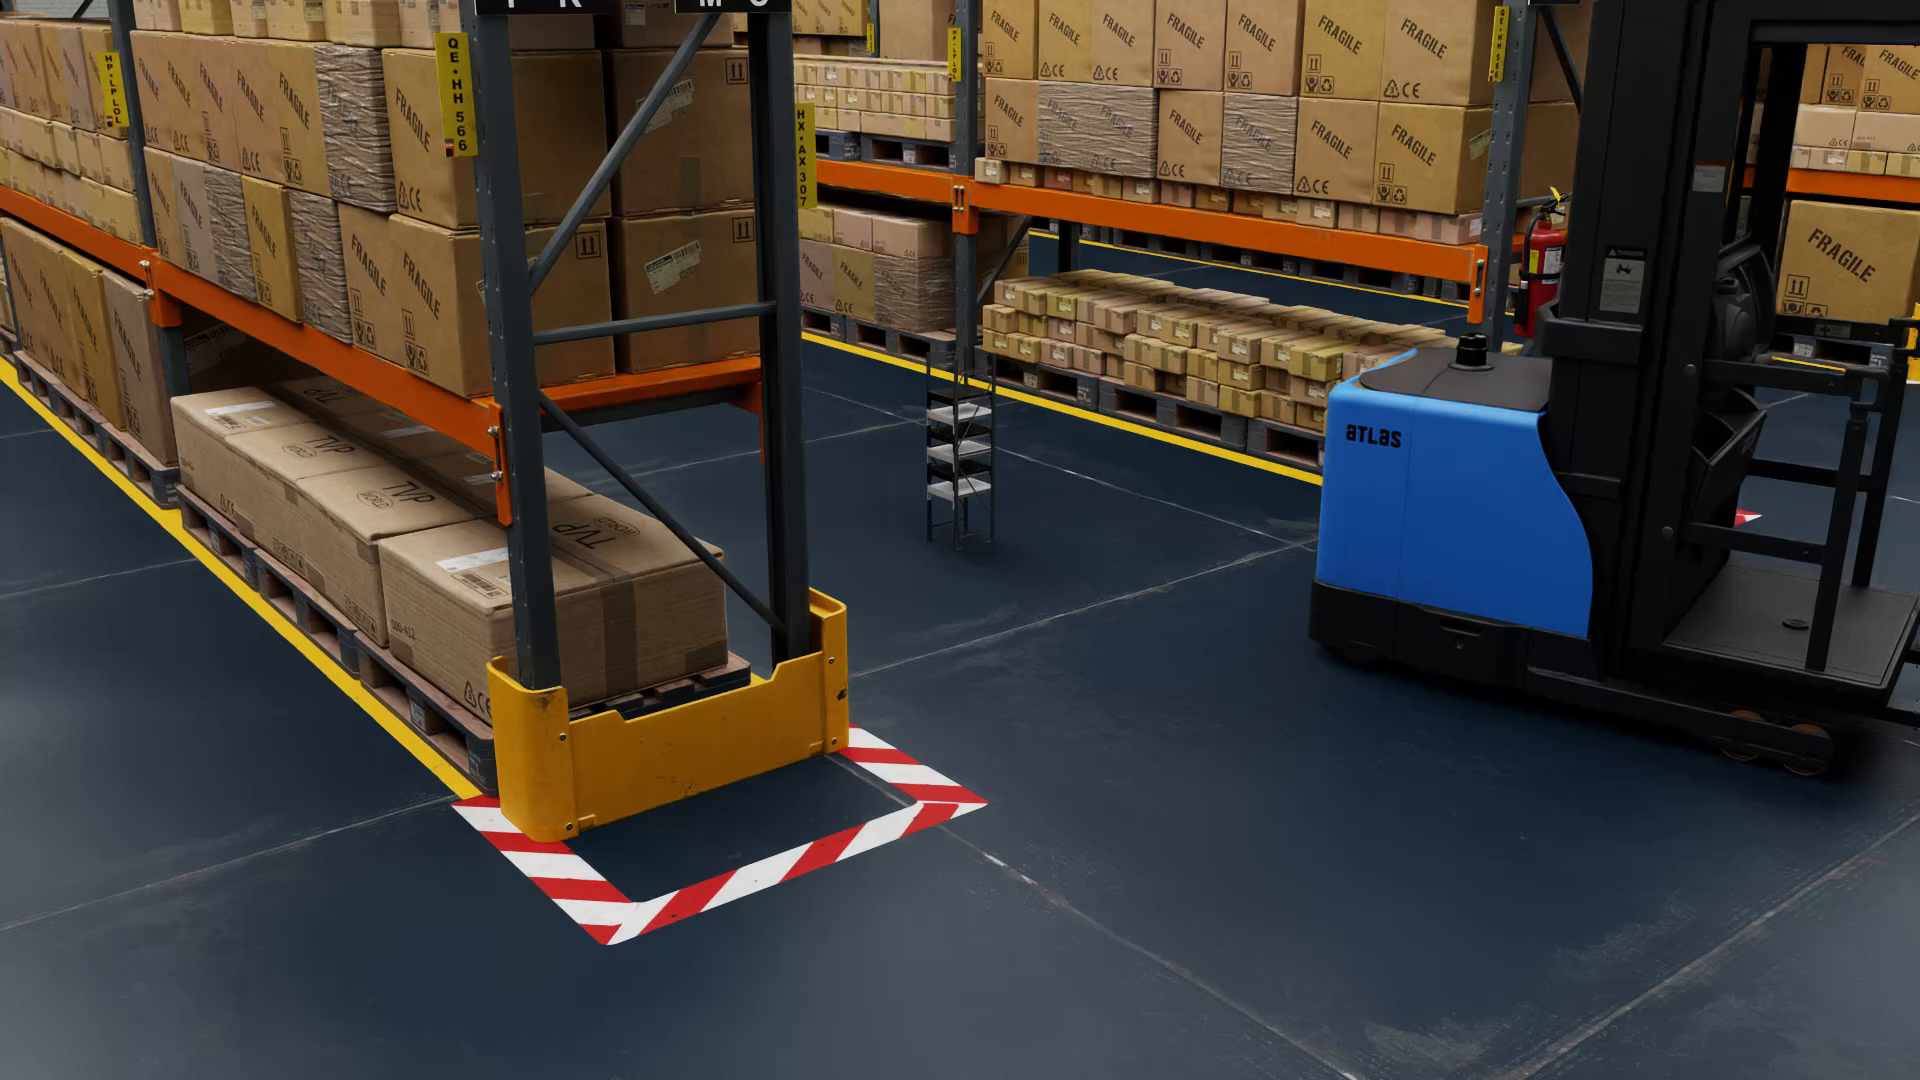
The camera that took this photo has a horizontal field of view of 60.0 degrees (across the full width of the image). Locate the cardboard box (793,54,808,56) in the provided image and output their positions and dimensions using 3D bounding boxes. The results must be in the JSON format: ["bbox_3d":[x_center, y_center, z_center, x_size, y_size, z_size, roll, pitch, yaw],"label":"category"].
[{"bbox_3d":[-1.421,-3.946,13.793,0.380,0.149,0.250,-15,24,-38],"label":"cardboard box"}]

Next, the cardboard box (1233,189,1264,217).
[{"bbox_3d":[1.728,-1.884,9.181,0.380,0.149,0.250,-15,24,-38],"label":"cardboard box"}]

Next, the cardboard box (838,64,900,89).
[{"bbox_3d":[-0.643,-3.309,11.868,0.380,0.149,0.250,-15,23,-38],"label":"cardboard box"}]

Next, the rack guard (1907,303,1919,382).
[{"bbox_3d":[6.848,-1.394,11.278,1.175,0.500,0.348,-14,23,-36],"label":"rack guard"}]

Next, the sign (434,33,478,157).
[{"bbox_3d":[-1.369,-1.212,4.533,0.100,0.325,0.005,-14,23,-36],"label":"sign"}]

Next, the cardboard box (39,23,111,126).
[{"bbox_3d":[-4.519,-2.476,8.820,0.500,0.500,0.500,-13,22,-34],"label":"cardboard box"}]

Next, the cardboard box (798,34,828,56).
[{"bbox_3d":[-1.521,-6.089,20.847,0.875,0.500,0.500,-14,23,-36],"label":"cardboard box"}]

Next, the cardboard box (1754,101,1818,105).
[{"bbox_3d":[6.110,-3.079,12.155,0.500,0.250,0.500,-15,23,-38],"label":"cardboard box"}]

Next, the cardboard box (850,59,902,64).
[{"bbox_3d":[-0.620,-3.627,12.830,0.380,0.149,0.250,-13,22,-34],"label":"cardboard box"}]

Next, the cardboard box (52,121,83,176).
[{"bbox_3d":[-4.526,-2.114,8.918,0.500,0.250,0.500,-13,23,-35],"label":"cardboard box"}]

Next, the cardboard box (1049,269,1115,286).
[{"bbox_3d":[0.824,-1.721,11.209,0.380,0.149,0.250,-13,22,-35],"label":"cardboard box"}]

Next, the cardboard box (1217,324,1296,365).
[{"bbox_3d":[1.662,-1.097,9.324,0.380,0.149,0.250,-13,22,-34],"label":"cardboard box"}]

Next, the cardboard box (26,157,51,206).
[{"bbox_3d":[-5.142,-2.130,9.761,0.500,0.250,0.500,-13,22,-34],"label":"cardboard box"}]

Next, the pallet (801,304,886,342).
[{"bbox_3d":[-0.847,-1.798,12.957,1.003,0.211,1.213,-14,23,-36],"label":"pallet"}]

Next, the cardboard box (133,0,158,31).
[{"bbox_3d":[-3.426,-2.340,7.376,0.380,0.149,0.250,-14,23,-37],"label":"cardboard box"}]

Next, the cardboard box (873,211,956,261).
[{"bbox_3d":[-0.262,-2.132,11.646,0.500,0.250,0.500,-15,23,-38],"label":"cardboard box"}]

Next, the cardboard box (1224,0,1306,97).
[{"bbox_3d":[1.759,-2.623,8.788,0.500,0.500,0.500,-13,22,-33],"label":"cardboard box"}]

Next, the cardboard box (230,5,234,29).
[{"bbox_3d":[-2.594,-2.035,6.455,0.380,0.149,0.250,-14,23,-36],"label":"cardboard box"}]

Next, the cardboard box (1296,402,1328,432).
[{"bbox_3d":[2.057,-0.704,9.085,0.380,0.149,0.250,-14,23,-36],"label":"cardboard box"}]

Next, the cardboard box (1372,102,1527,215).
[{"bbox_3d":[2.402,-1.893,8.175,0.500,0.500,0.500,-13,23,-35],"label":"cardboard box"}]

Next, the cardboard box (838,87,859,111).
[{"bbox_3d":[-0.653,-3.167,11.915,0.380,0.149,0.250,-15,24,-39],"label":"cardboard box"}]

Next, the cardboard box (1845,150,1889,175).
[{"bbox_3d":[6.191,-2.555,11.206,0.380,0.149,0.250,-14,23,-36],"label":"cardboard box"}]

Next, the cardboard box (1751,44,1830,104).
[{"bbox_3d":[6.110,-3.434,12.032,0.500,0.500,0.500,-15,23,-38],"label":"cardboard box"}]

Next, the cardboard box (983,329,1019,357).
[{"bbox_3d":[0.373,-1.323,10.953,0.380,0.149,0.250,-15,24,-38],"label":"cardboard box"}]

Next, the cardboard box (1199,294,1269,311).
[{"bbox_3d":[1.691,-1.414,10.281,0.380,0.149,0.250,-15,24,-38],"label":"cardboard box"}]

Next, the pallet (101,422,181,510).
[{"bbox_3d":[-3.957,-0.490,9.007,1.003,0.211,1.213,-14,23,-36],"label":"pallet"}]

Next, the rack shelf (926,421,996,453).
[{"bbox_3d":[0.005,-0.479,7.697,0.258,0.077,0.200,-14,23,-36],"label":"rack shelf"}]

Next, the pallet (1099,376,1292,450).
[{"bbox_3d":[1.605,-0.846,10.082,1.003,0.211,1.213,-14,23,-36],"label":"pallet"}]

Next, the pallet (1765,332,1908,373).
[{"bbox_3d":[6.275,-1.445,11.890,1.003,0.211,1.213,-14,23,-36],"label":"pallet"}]

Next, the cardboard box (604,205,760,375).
[{"bbox_3d":[-1.008,-0.875,5.573,0.500,0.500,0.500,-14,23,-37],"label":"cardboard box"}]

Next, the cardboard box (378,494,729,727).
[{"bbox_3d":[-1.423,0.221,5.831,0.875,0.438,0.875,-15,23,-38],"label":"cardboard box"}]

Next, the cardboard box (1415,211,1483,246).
[{"bbox_3d":[2.458,-1.550,8.170,0.380,0.149,0.250,-14,23,-36],"label":"cardboard box"}]

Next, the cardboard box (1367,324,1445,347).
[{"bbox_3d":[2.502,-1.099,9.331,0.380,0.149,0.250,-14,23,-36],"label":"cardboard box"}]

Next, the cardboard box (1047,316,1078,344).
[{"bbox_3d":[0.780,-1.367,10.613,0.380,0.149,0.250,-14,23,-36],"label":"cardboard box"}]

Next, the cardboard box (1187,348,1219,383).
[{"bbox_3d":[1.531,-1.025,9.580,0.380,0.149,0.250,-13,22,-33],"label":"cardboard box"}]

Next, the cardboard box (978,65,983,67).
[{"bbox_3d":[0.180,-3.310,11.872,0.380,0.149,0.250,-14,23,-36],"label":"cardboard box"}]

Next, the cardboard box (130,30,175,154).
[{"bbox_3d":[-3.313,-1.996,7.369,0.500,0.500,0.500,-14,23,-36],"label":"cardboard box"}]

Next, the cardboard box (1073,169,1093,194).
[{"bbox_3d":[0.908,-2.204,10.146,0.380,0.149,0.250,-15,24,-38],"label":"cardboard box"}]

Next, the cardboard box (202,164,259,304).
[{"bbox_3d":[-2.720,-1.271,6.769,0.500,0.500,0.500,-14,23,-36],"label":"cardboard box"}]

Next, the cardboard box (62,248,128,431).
[{"bbox_3d":[-4.433,-1.187,9.388,0.875,0.875,0.875,-13,22,-35],"label":"cardboard box"}]

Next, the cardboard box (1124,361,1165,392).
[{"bbox_3d":[1.211,-1.011,10.012,0.380,0.149,0.250,-15,23,-38],"label":"cardboard box"}]

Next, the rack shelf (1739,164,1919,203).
[{"bbox_3d":[5.591,-2.738,12.504,1.077,0.370,4.000,-14,23,-36],"label":"rack shelf"}]

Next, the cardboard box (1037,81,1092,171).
[{"bbox_3d":[0.822,-2.526,10.088,0.500,0.500,0.500,-14,23,-36],"label":"cardboard box"}]

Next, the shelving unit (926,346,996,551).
[{"bbox_3d":[0.005,-0.425,7.715,0.258,0.900,0.210,-14,23,-36],"label":"shelving unit"}]

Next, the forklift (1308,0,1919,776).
[{"bbox_3d":[2.861,-0.801,5.619,3.031,2.935,1.130,12,22,33],"label":"forklift"}]

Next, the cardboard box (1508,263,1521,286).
[{"bbox_3d":[4.697,-2.585,13.609,0.875,0.875,0.875,-14,23,-36],"label":"cardboard box"}]

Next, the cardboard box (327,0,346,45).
[{"bbox_3d":[-1.842,-1.707,5.465,0.380,0.149,0.250,-13,23,-35],"label":"cardboard box"}]

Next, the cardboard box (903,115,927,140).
[{"bbox_3d":[-0.165,-2.833,11.377,0.380,0.149,0.250,-14,23,-36],"label":"cardboard box"}]

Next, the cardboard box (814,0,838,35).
[{"bbox_3d":[-1.424,-6.387,20.157,0.500,0.500,0.500,-14,23,-36],"label":"cardboard box"}]

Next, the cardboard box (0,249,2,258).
[{"bbox_3d":[-7.176,-2.085,12.901,0.950,0.372,0.625,-13,22,-34],"label":"cardboard box"}]

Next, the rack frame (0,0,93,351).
[{"bbox_3d":[-5.902,-2.624,11.015,1.000,3.000,0.127,-14,23,-36],"label":"rack frame"}]

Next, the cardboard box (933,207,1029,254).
[{"bbox_3d":[0.147,-2.232,11.946,0.500,0.250,0.500,-15,24,-38],"label":"cardboard box"}]

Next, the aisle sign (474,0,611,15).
[{"bbox_3d":[-1.133,-1.809,4.417,0.394,0.787,0.004,-14,23,-36],"label":"aisle sign"}]

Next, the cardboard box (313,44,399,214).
[{"bbox_3d":[-1.769,-1.370,5.479,0.500,0.500,0.500,-14,23,-36],"label":"cardboard box"}]

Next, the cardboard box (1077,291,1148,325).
[{"bbox_3d":[0.950,-1.441,10.362,0.380,0.149,0.250,-15,23,-38],"label":"cardboard box"}]

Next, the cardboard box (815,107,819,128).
[{"bbox_3d":[-0.980,-3.155,12.350,0.380,0.149,0.250,-15,23,-38],"label":"cardboard box"}]

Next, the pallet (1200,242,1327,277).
[{"bbox_3d":[3.050,-2.725,15.756,1.003,0.211,1.213,-14,23,-36],"label":"pallet"}]
